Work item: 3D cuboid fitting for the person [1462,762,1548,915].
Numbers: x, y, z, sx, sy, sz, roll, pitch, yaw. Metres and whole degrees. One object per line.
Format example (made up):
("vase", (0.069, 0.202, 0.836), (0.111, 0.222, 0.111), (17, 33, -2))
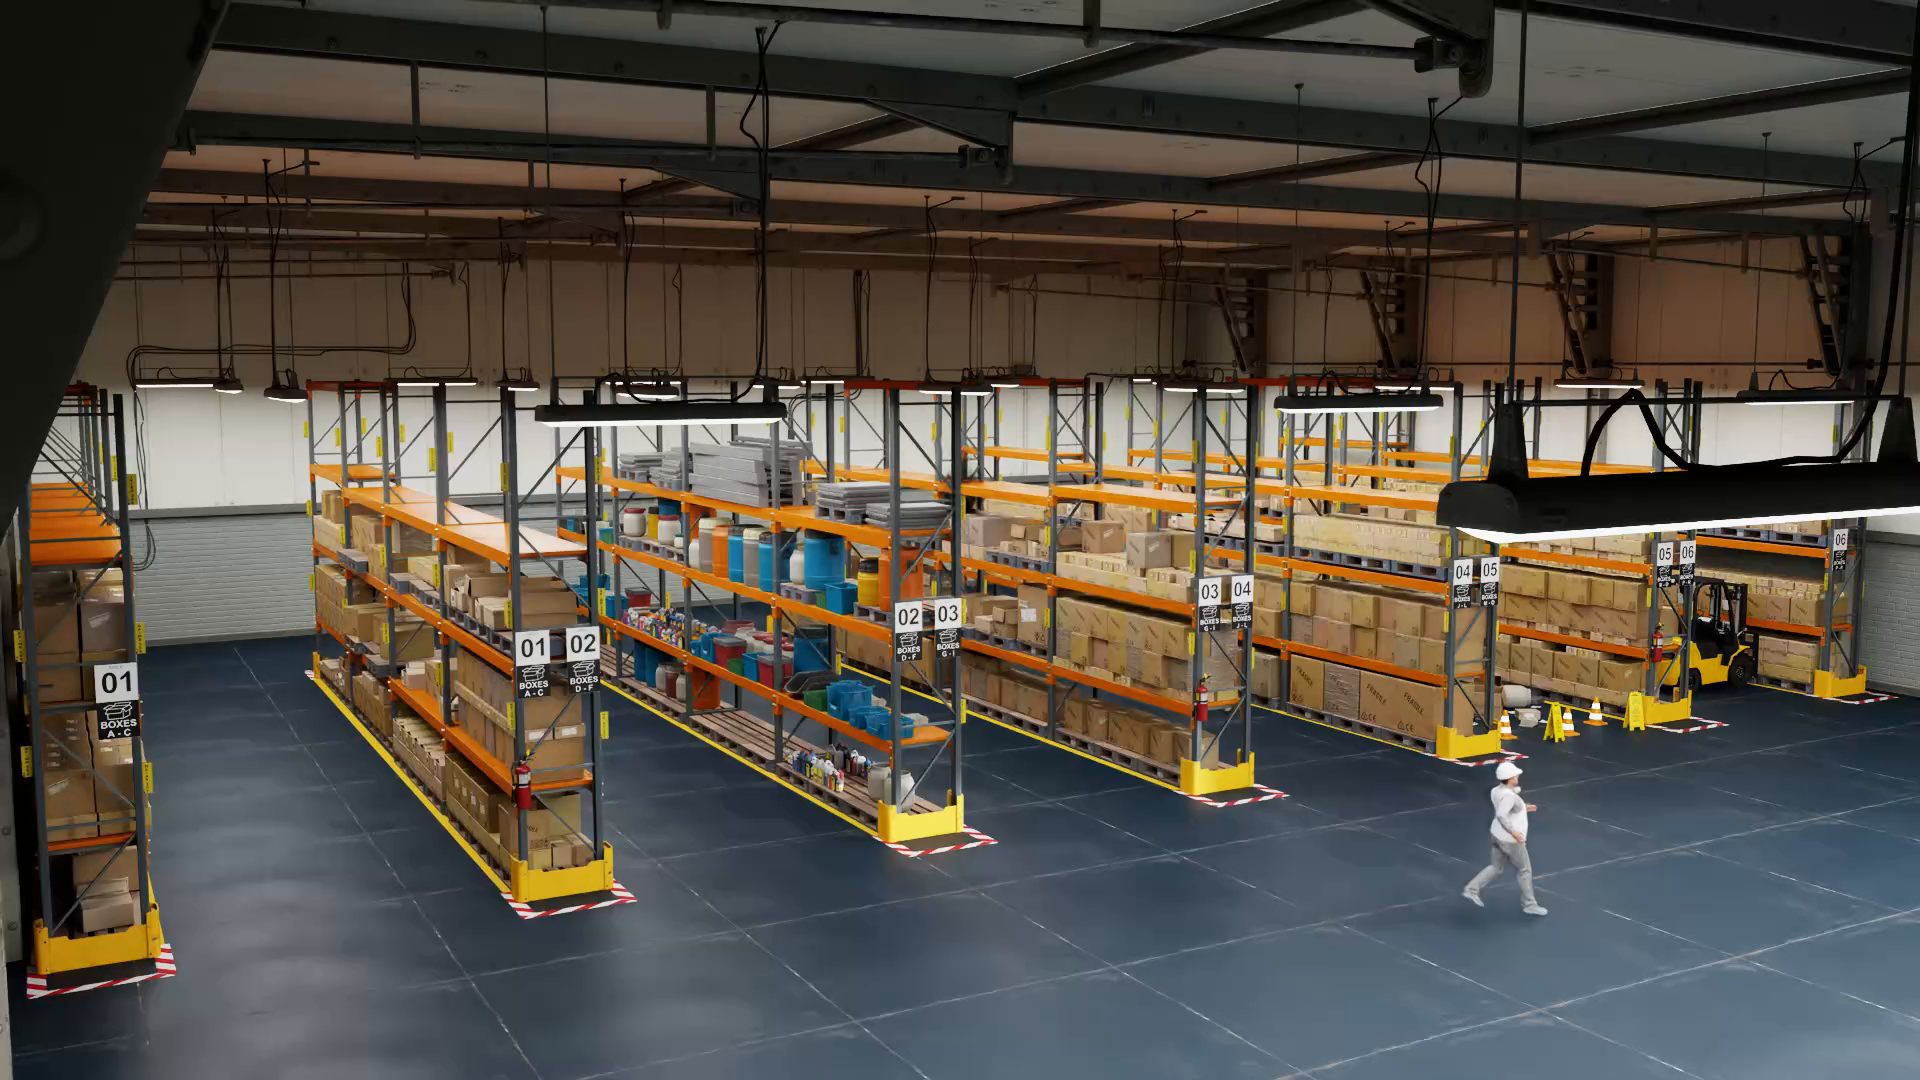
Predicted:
("person", (6.263, 3.406, 19.003), (0.967, 1.761, 0.653), (-1, 6, -7))

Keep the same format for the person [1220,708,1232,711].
("person", (4.651, 2.242, 30.136), (0.575, 1.631, 0.802), (-4, 7, -35))

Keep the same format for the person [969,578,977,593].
("person", (0.485, 1.079, 42.331), (0.526, 1.533, 0.712), (0, 6, 2))
